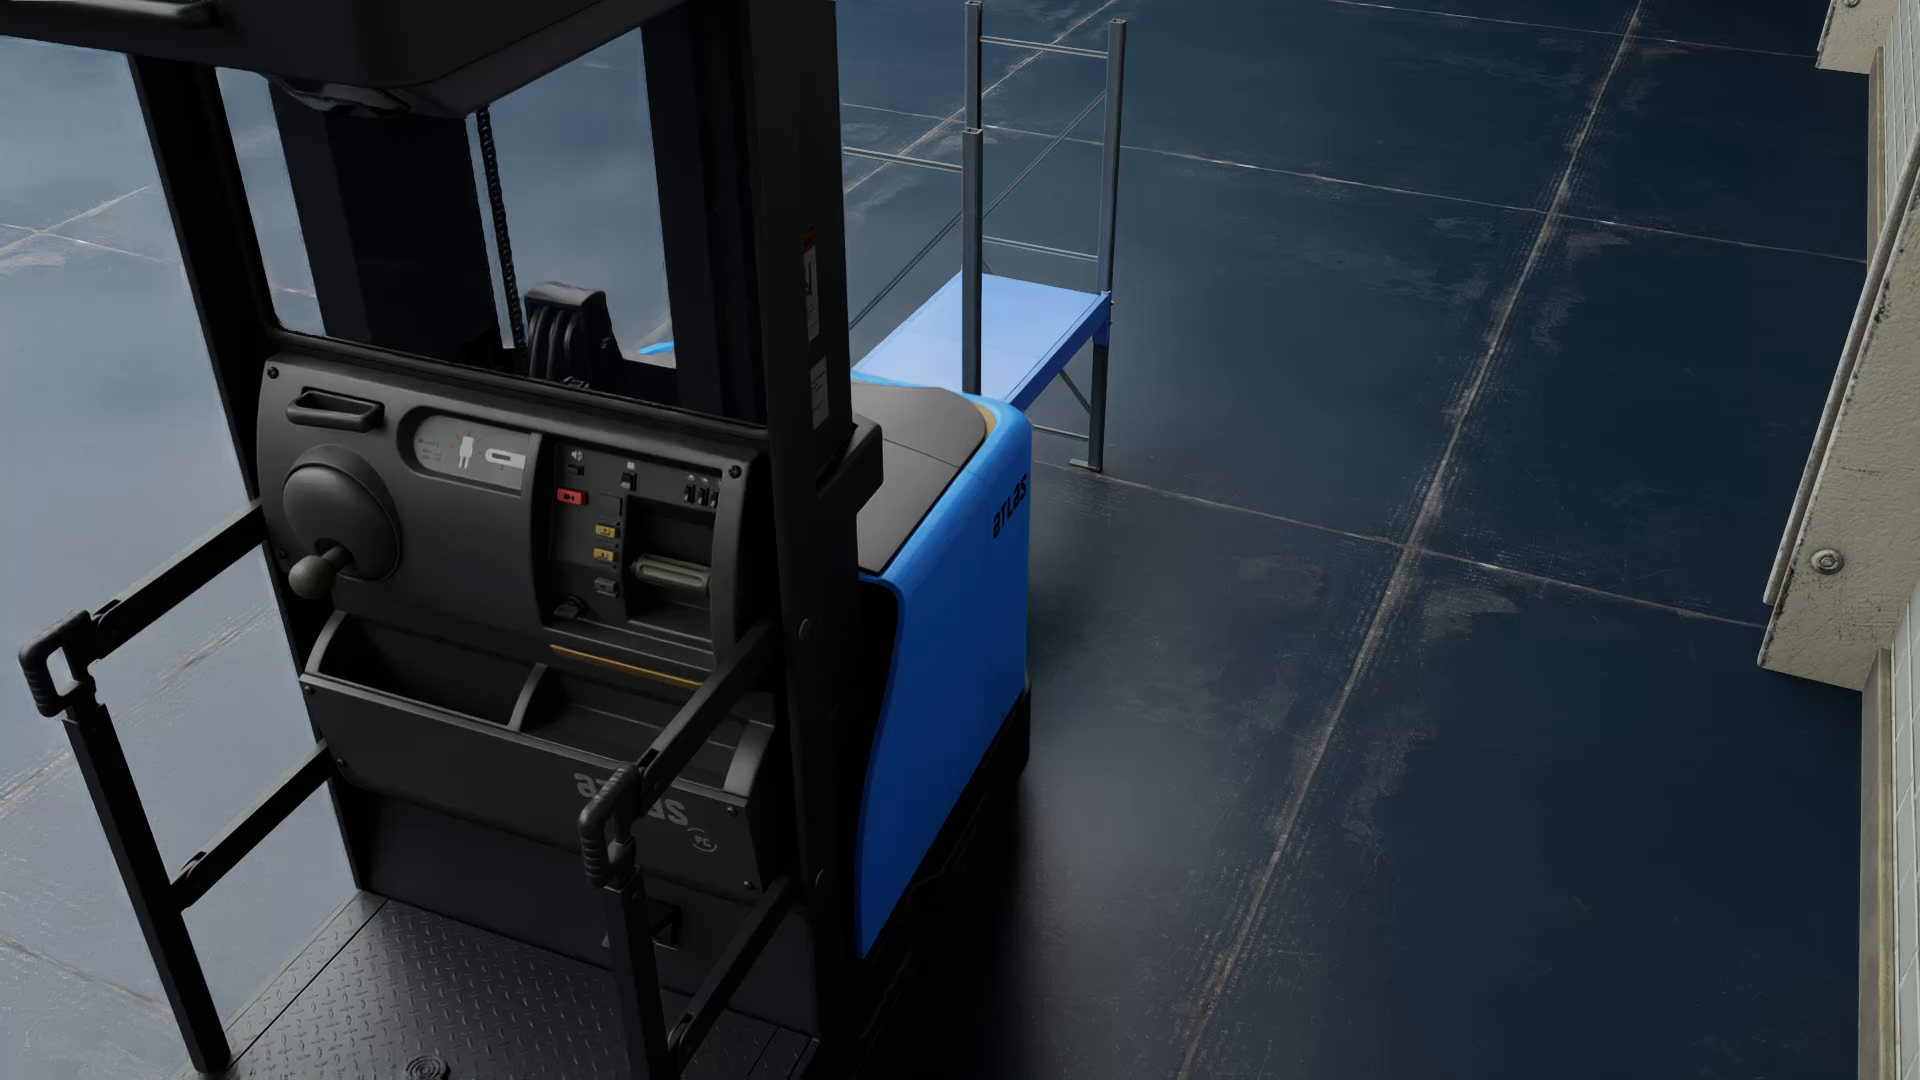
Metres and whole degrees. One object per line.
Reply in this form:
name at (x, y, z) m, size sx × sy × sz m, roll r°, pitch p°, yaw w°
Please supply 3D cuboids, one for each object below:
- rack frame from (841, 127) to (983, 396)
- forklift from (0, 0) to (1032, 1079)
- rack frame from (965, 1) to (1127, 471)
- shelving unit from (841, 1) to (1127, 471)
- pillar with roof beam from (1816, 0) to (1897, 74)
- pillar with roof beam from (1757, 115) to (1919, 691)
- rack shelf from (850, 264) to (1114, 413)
rack frame at (-0.177, -0.417, 4.517) m, size 0.500 × 1.500 × 0.032 m, roll 14°, pitch 36°, yaw 20°
forklift at (-0.839, 0.015, 2.553) m, size 1.130 × 2.935 × 3.031 m, roll 12°, pitch 35°, yaw 18°
rack frame at (0.248, -0.923, 5.290) m, size 0.500 × 1.500 × 0.032 m, roll 14°, pitch 36°, yaw 20°
shelving unit at (0.036, -0.670, 4.904) m, size 0.538 × 1.500 × 1.048 m, roll 14°, pitch 36°, yaw 20°
pillar with roof beam at (1.079, -7.445, 8.398) m, size 9.100 × 9.000 × 0.400 m, roll 14°, pitch 36°, yaw 20°
pillar with roof beam at (-1.431, -4.457, 3.841) m, size 9.100 × 9.000 × 0.400 m, roll 14°, pitch 36°, yaw 20°
rack shelf at (0.036, -0.519, 5.002) m, size 0.538 × 0.185 × 1.000 m, roll 14°, pitch 36°, yaw 20°
